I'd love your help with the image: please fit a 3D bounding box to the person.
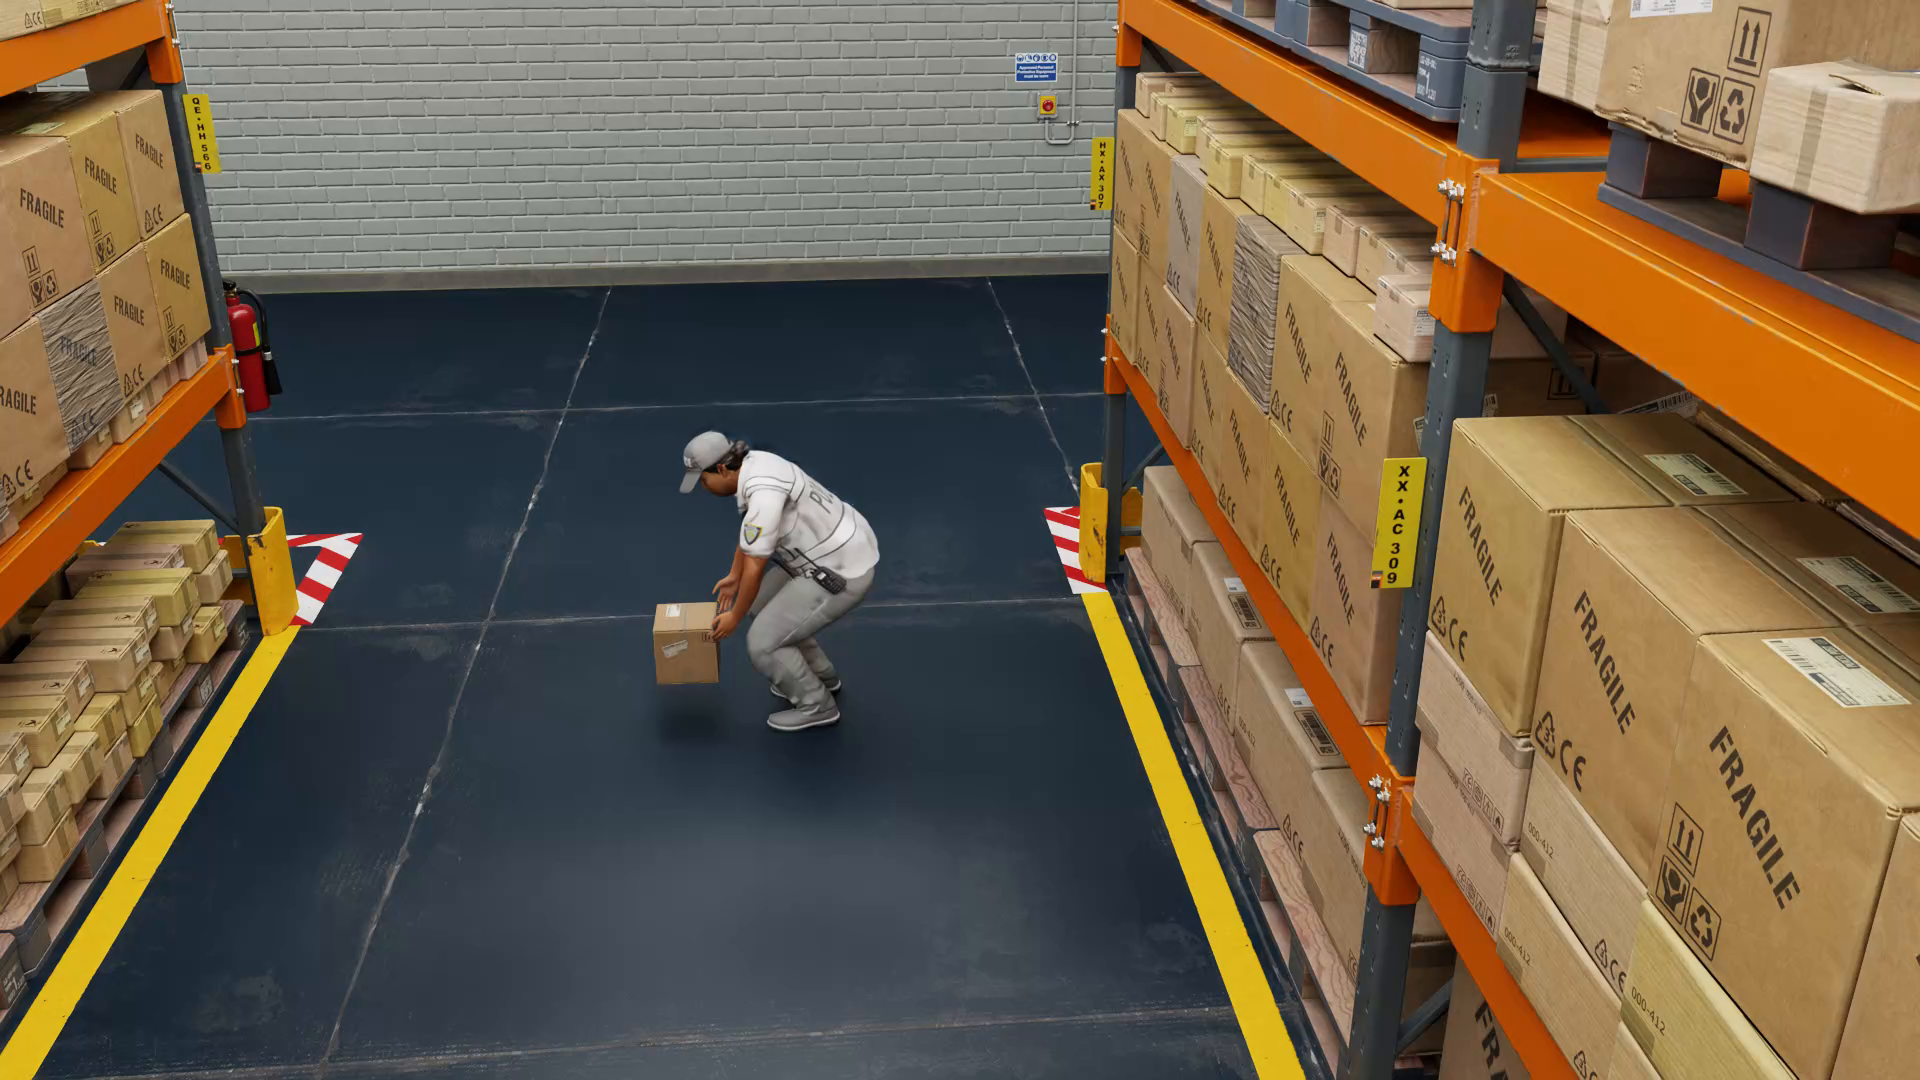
[{"bbox_3d":[-0.717,0.150,6.761,0.784,1.268,0.538,-2,24,-5],"label":"person"}]
